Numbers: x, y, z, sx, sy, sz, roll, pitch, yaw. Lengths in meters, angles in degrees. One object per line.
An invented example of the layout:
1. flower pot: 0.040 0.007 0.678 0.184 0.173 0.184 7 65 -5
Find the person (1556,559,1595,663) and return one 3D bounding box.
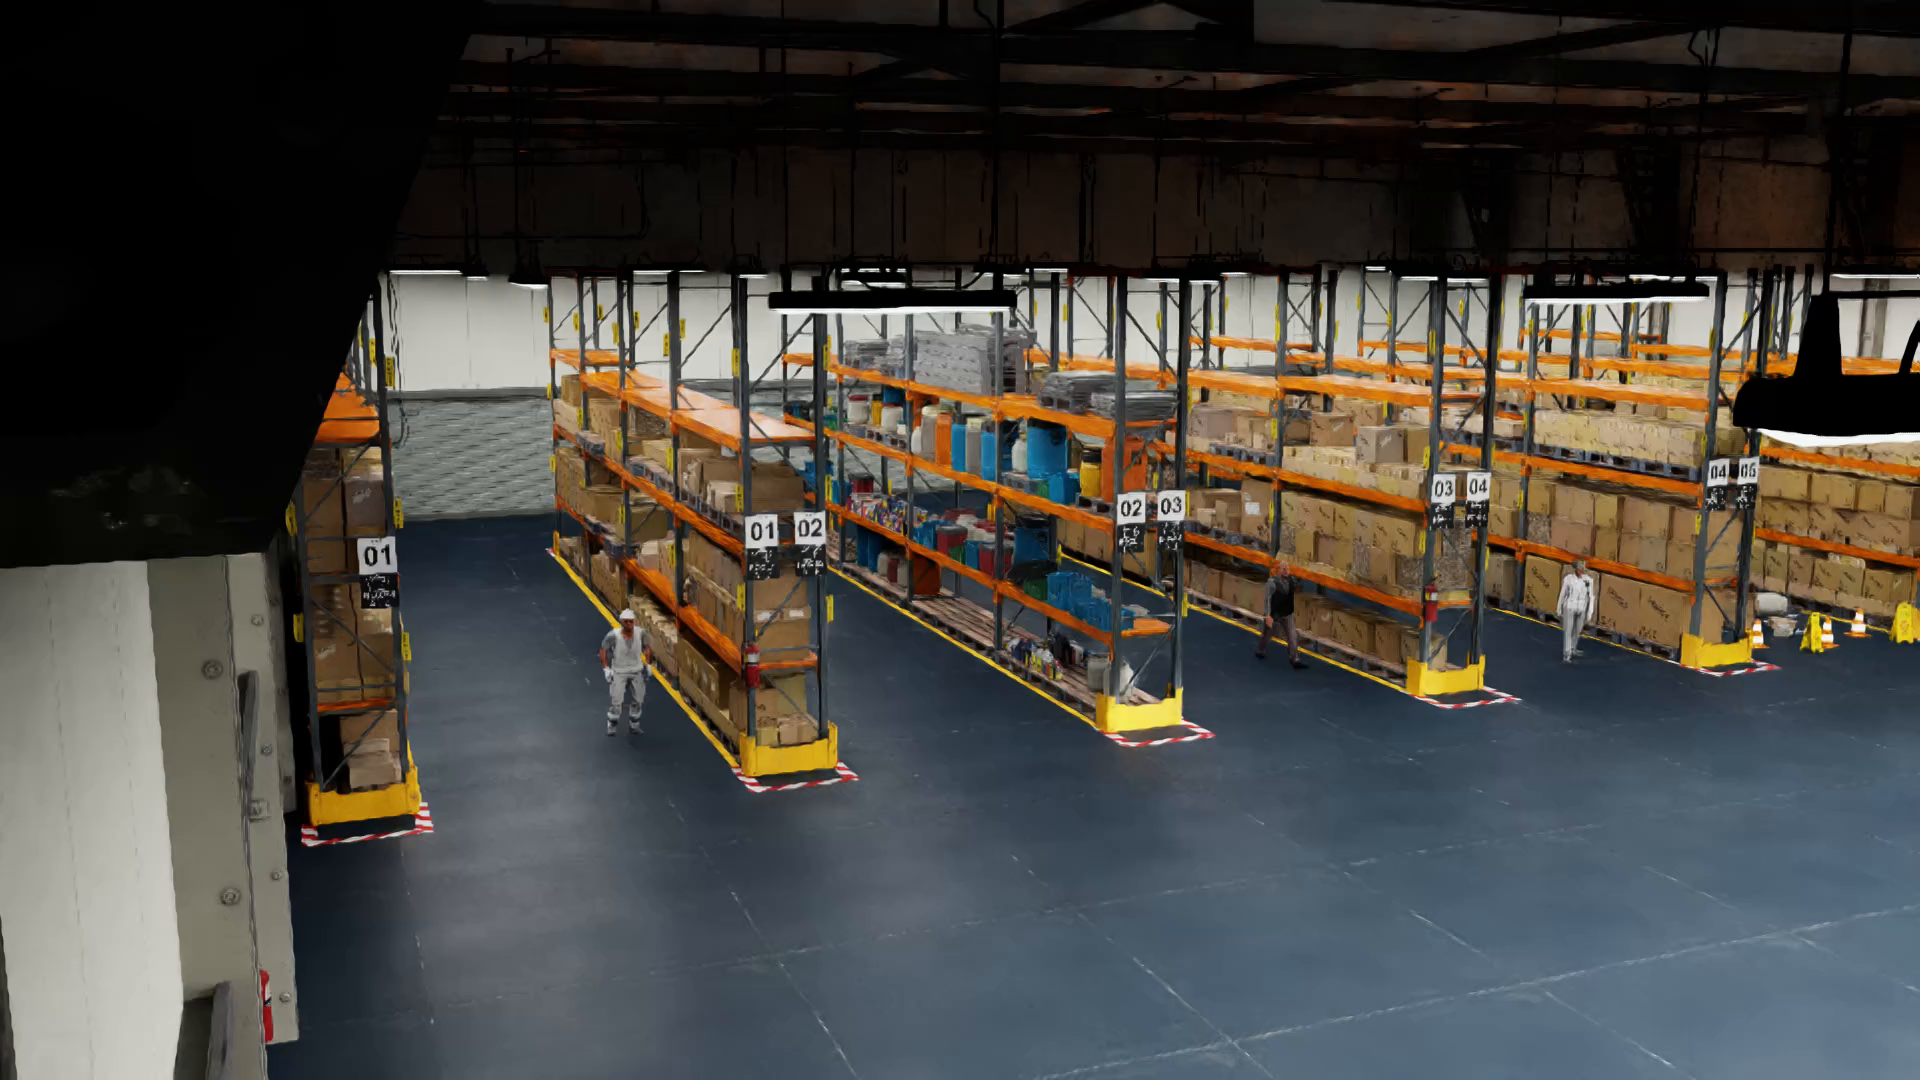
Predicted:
1. person: 9.561 1.070 25.791 0.523 1.625 0.913 1 10 6

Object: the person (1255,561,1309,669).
1. person: 4.893 1.116 25.439 0.543 1.648 1.115 -3 10 -19

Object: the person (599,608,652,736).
1. person: -4.361 1.728 21.775 0.677 1.742 0.552 -4 11 -23
